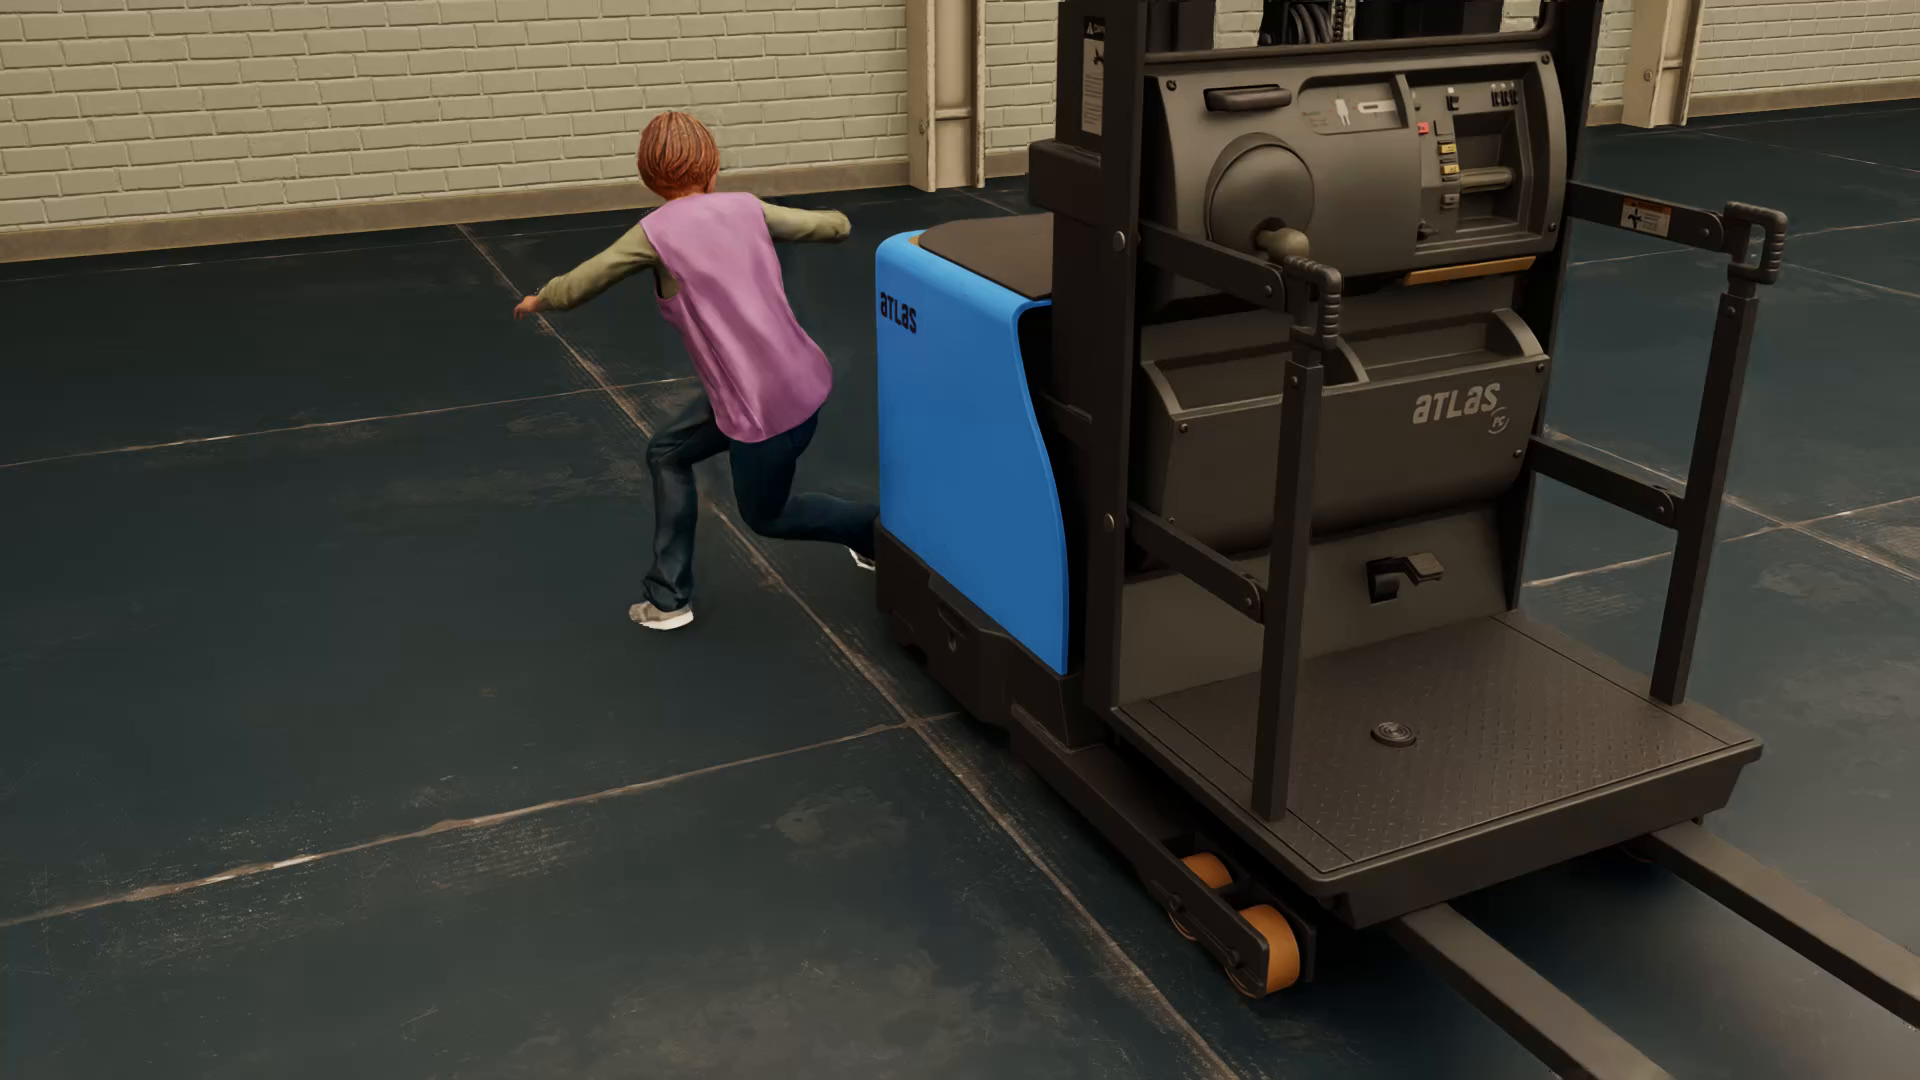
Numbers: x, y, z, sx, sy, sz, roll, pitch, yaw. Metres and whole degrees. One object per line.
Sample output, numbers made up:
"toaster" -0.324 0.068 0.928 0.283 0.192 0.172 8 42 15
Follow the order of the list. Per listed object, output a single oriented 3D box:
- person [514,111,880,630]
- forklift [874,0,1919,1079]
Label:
"person" -0.646 -0.460 4.479 1.034 1.396 0.758 8 24 18
"forklift" 0.877 -0.703 2.979 1.130 2.935 3.031 -11 25 -24
